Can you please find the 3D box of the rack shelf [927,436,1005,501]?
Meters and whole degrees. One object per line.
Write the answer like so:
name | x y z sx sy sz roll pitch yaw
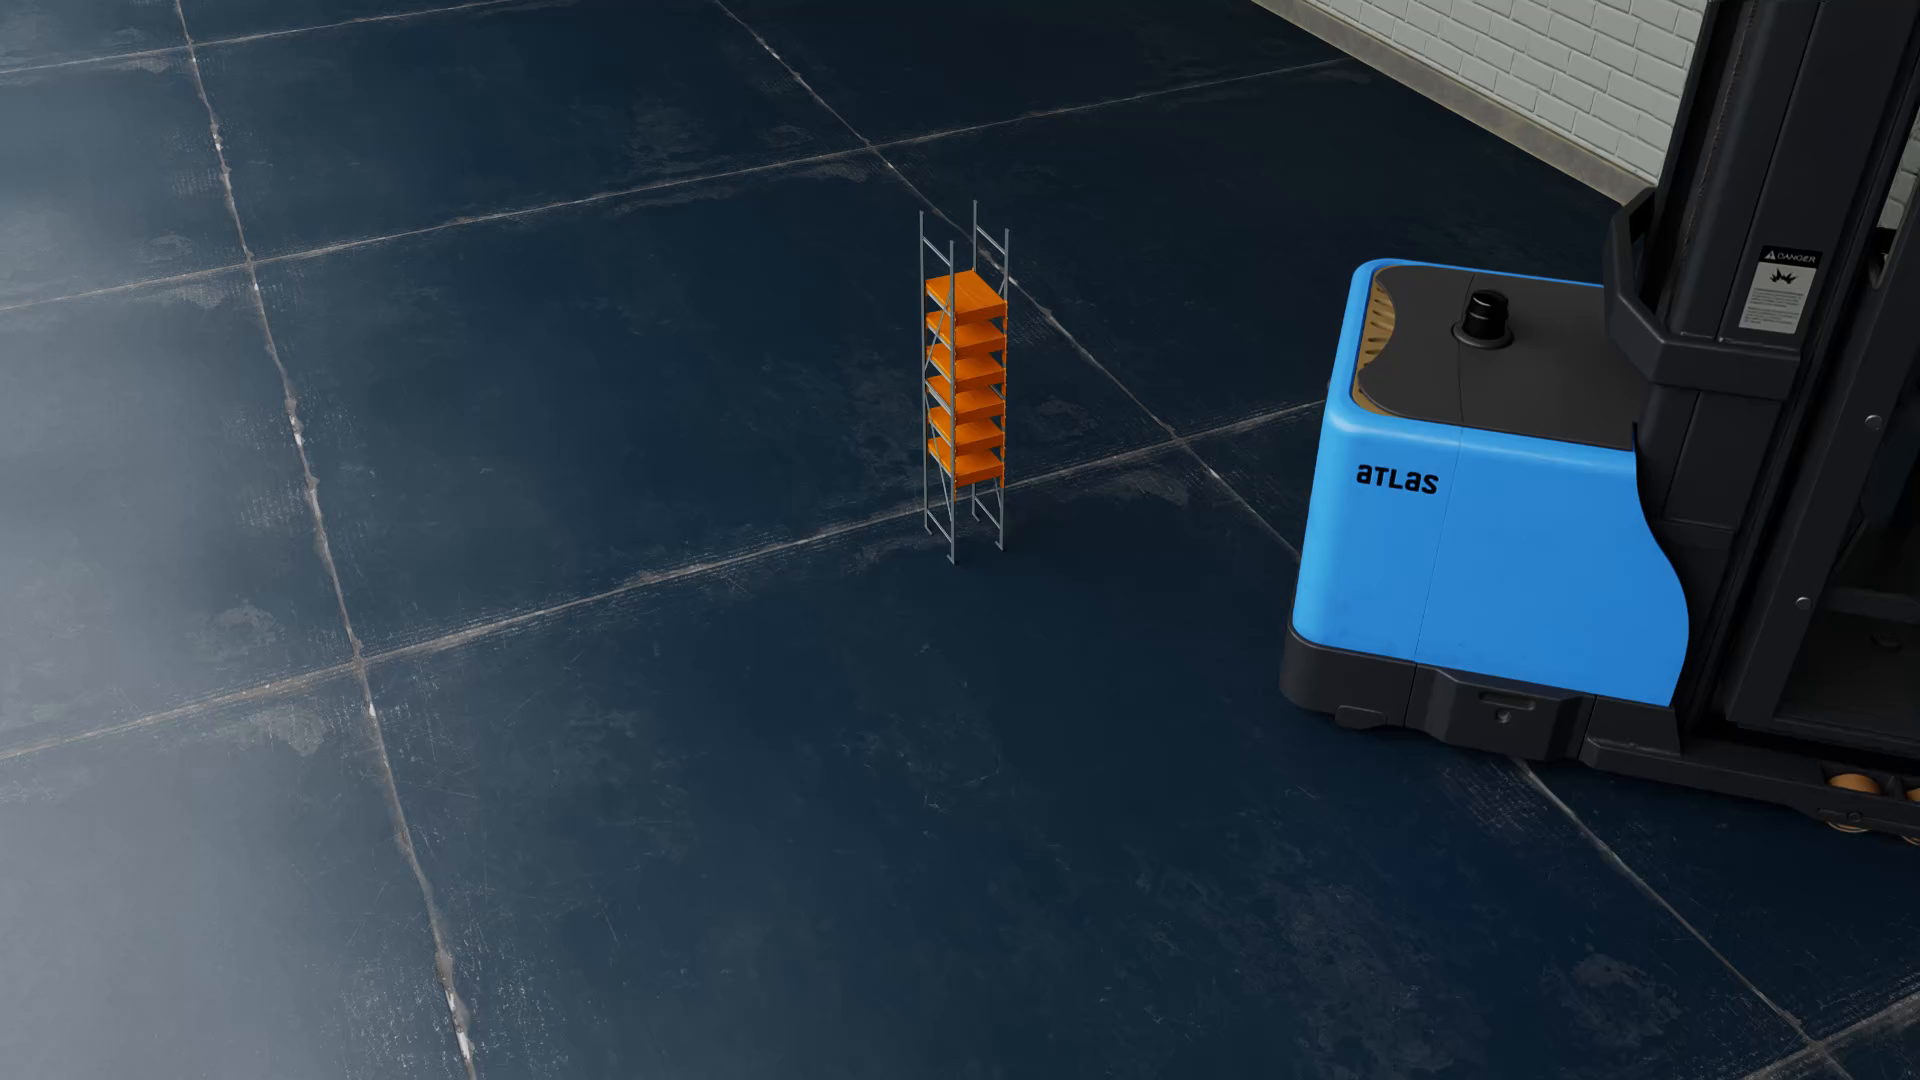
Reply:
rack shelf | 0.013 -0.257 5.567 0.180 0.103 0.258 -16 39 -20

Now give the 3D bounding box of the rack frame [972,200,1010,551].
rack frame | 0.096 -0.509 5.429 0.006 1.200 0.240 -16 39 -20

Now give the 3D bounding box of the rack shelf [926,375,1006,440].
rack shelf | 0.013 -0.450 5.424 0.180 0.103 0.258 -16 39 -20

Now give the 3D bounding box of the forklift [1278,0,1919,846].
forklift | 2.540 -0.682 4.209 3.031 2.935 1.130 10 38 13

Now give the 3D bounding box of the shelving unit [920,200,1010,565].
shelving unit | 0.013 -0.486 5.398 0.189 1.200 0.258 -16 39 -20

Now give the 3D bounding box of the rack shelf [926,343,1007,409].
rack shelf | 0.013 -0.546 5.352 0.180 0.103 0.258 -16 39 -20

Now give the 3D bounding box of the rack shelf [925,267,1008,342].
rack shelf | 0.013 -0.739 5.210 0.180 0.103 0.258 -16 39 -20

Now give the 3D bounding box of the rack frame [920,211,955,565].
rack frame | -0.070 -0.462 5.366 0.006 1.200 0.240 -16 39 -20

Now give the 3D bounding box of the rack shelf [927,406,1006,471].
rack shelf | 0.013 -0.354 5.495 0.180 0.103 0.258 -16 39 -20

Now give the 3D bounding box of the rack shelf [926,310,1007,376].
rack shelf | 0.013 -0.643 5.281 0.180 0.103 0.258 -16 39 -20
